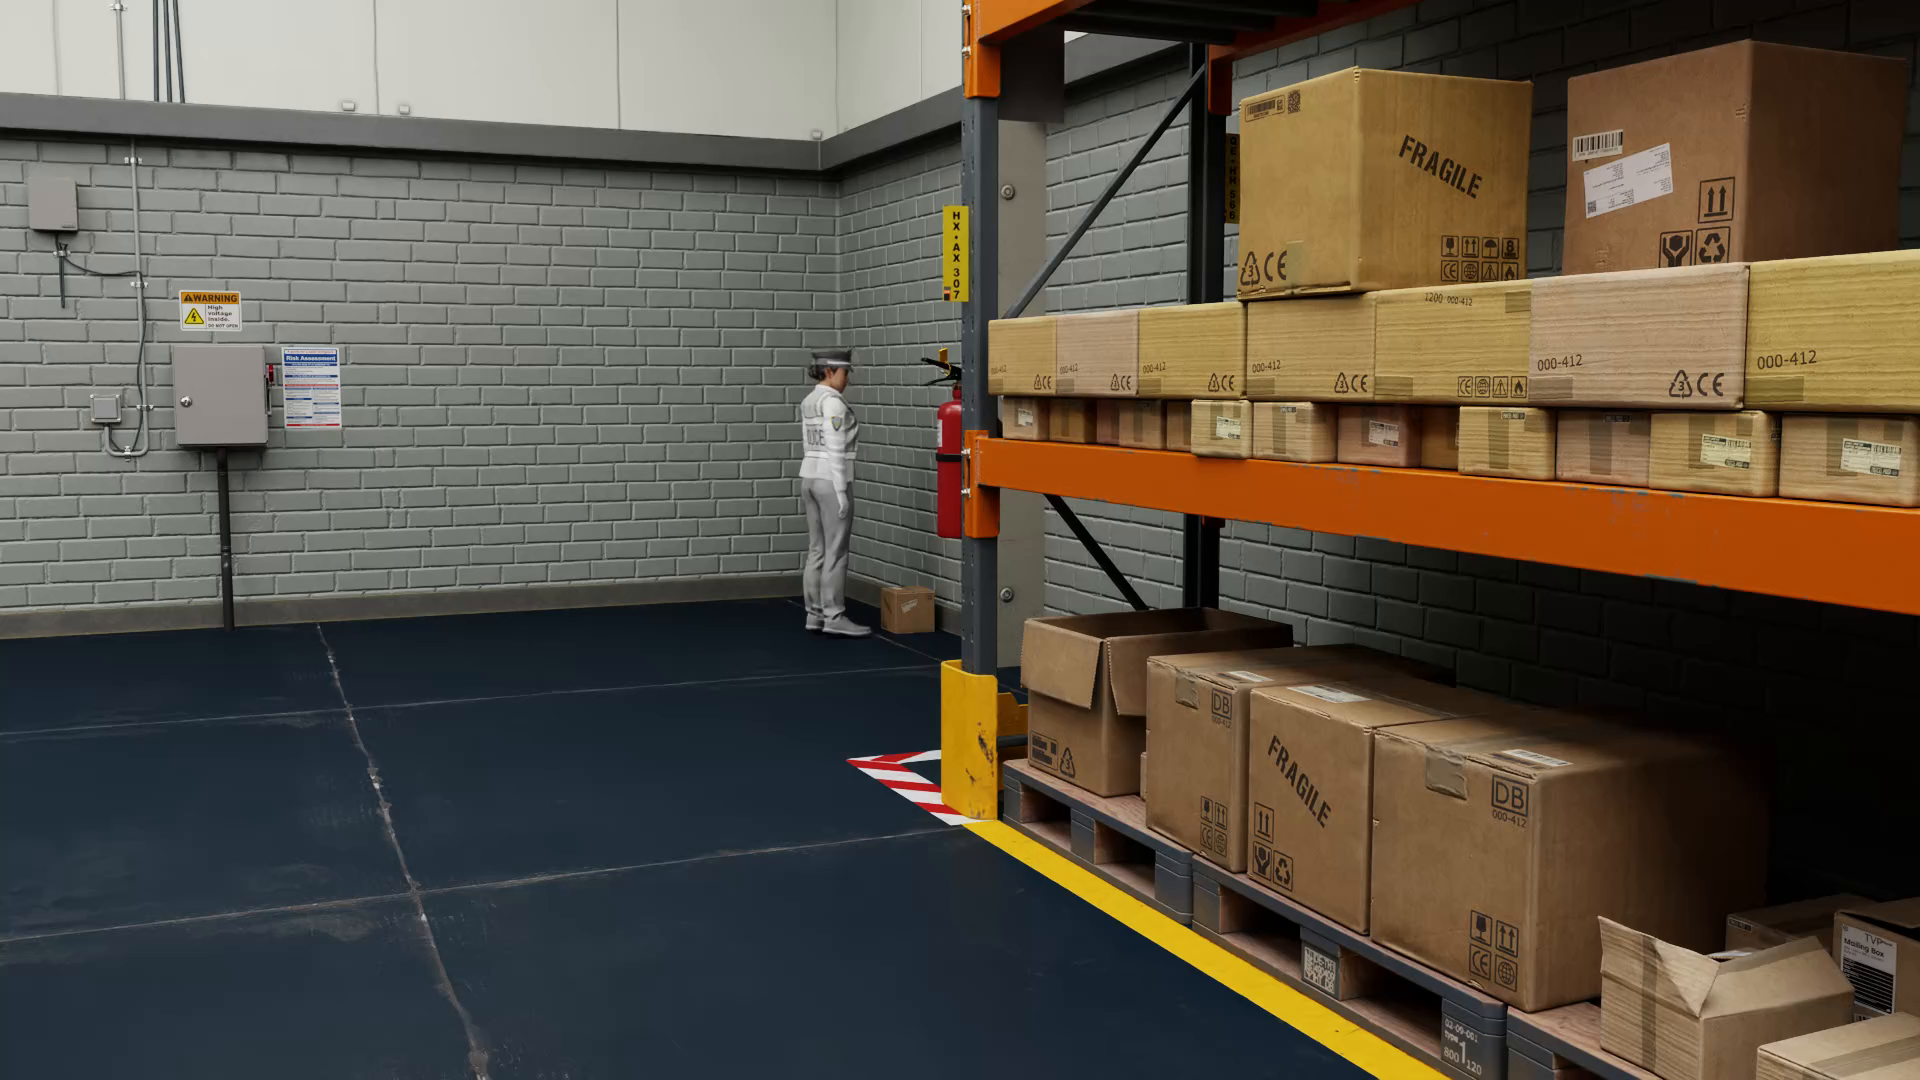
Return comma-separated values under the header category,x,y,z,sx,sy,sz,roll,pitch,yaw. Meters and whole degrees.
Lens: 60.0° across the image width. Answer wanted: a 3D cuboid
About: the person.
category,x,y,z,sx,sy,sz,roll,pitch,yaw
person,-0.765,-0.286,9.755,0.339,1.679,0.523,-3,6,-31
